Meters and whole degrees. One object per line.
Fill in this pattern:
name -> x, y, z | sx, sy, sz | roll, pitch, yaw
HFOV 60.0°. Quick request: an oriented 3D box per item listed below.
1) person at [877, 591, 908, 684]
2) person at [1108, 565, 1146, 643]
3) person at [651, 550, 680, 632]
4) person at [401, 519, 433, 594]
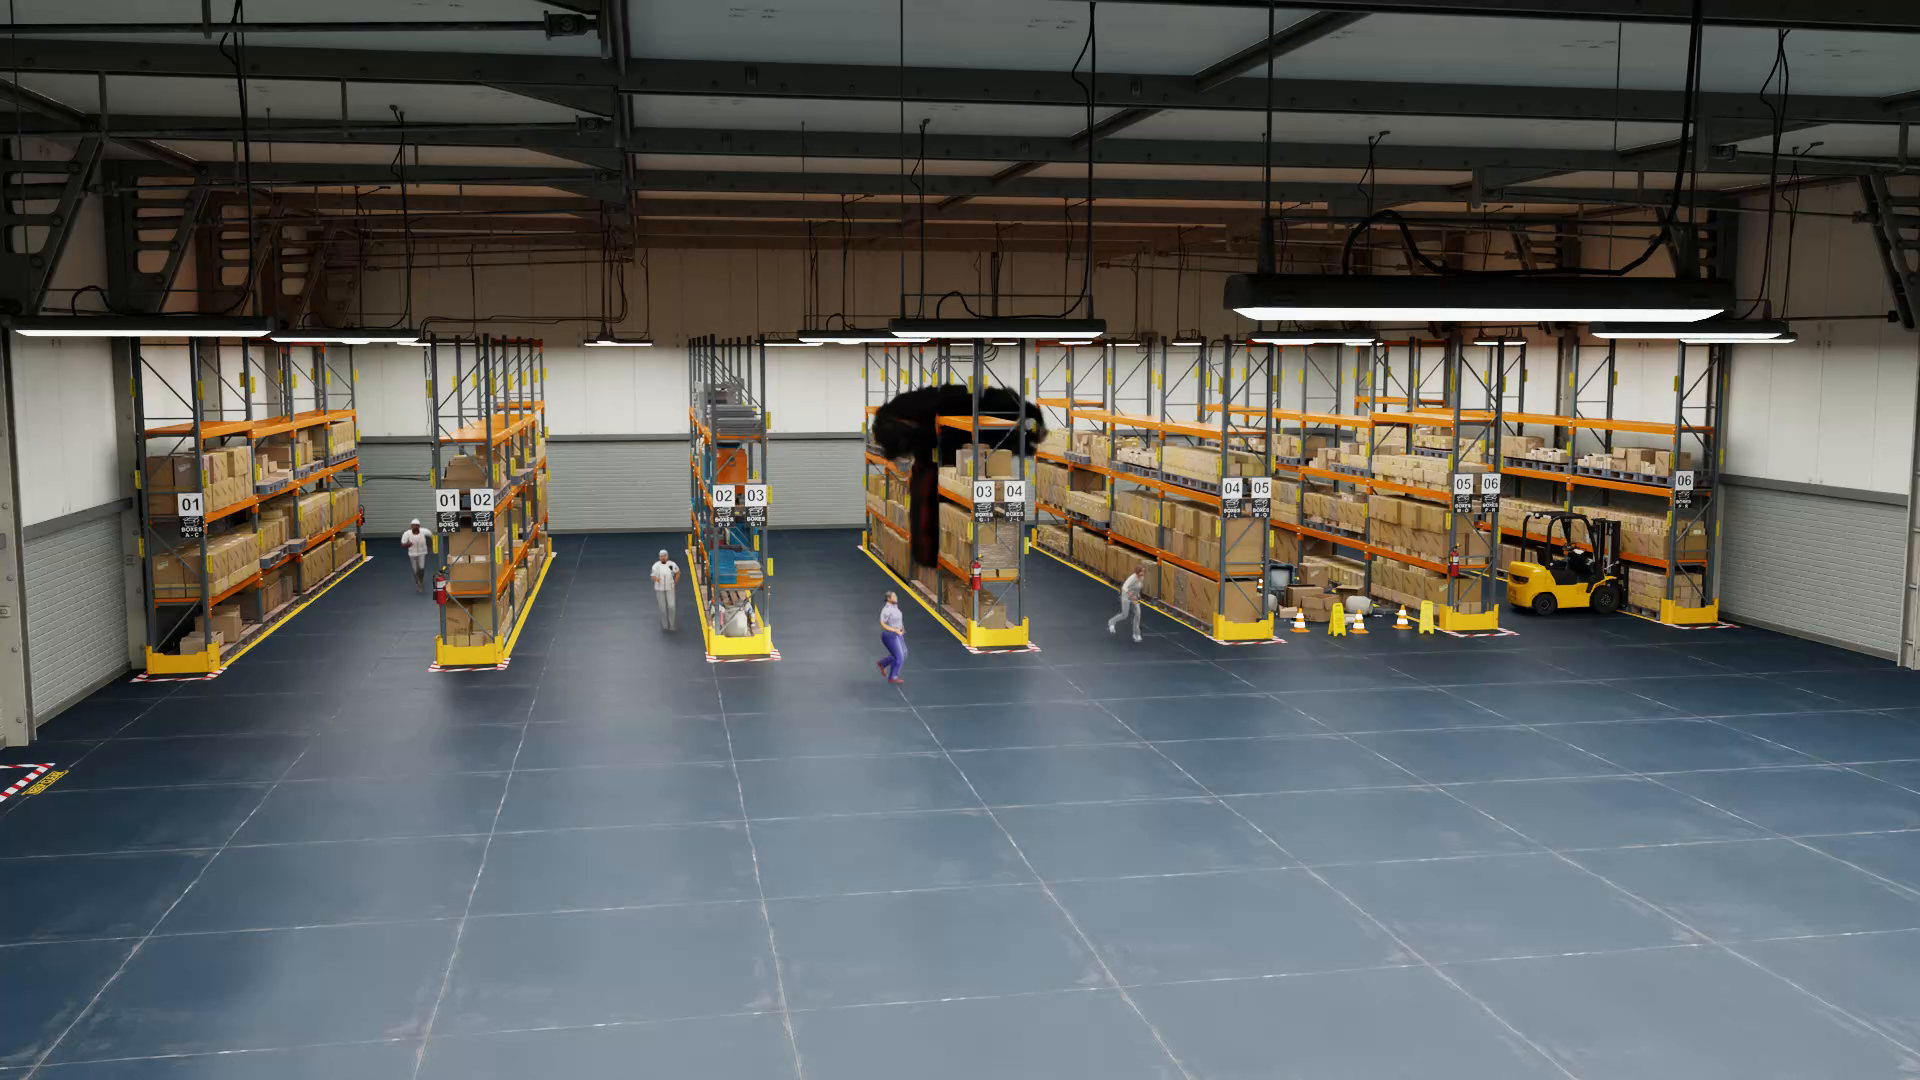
person -> -1.193, 1.660, 28.597 | 0.578, 1.594, 0.605 | 2, 7, 16
person -> 3.295, 1.222, 32.897 | 0.913, 1.547, 0.569 | 6, 9, 42
person -> -5.997, 1.039, 33.860 | 0.579, 1.685, 0.690 | -1, 7, -7
person -> -12.756, 0.372, 39.134 | 0.728, 1.765, 0.817 | -2, 7, -17
